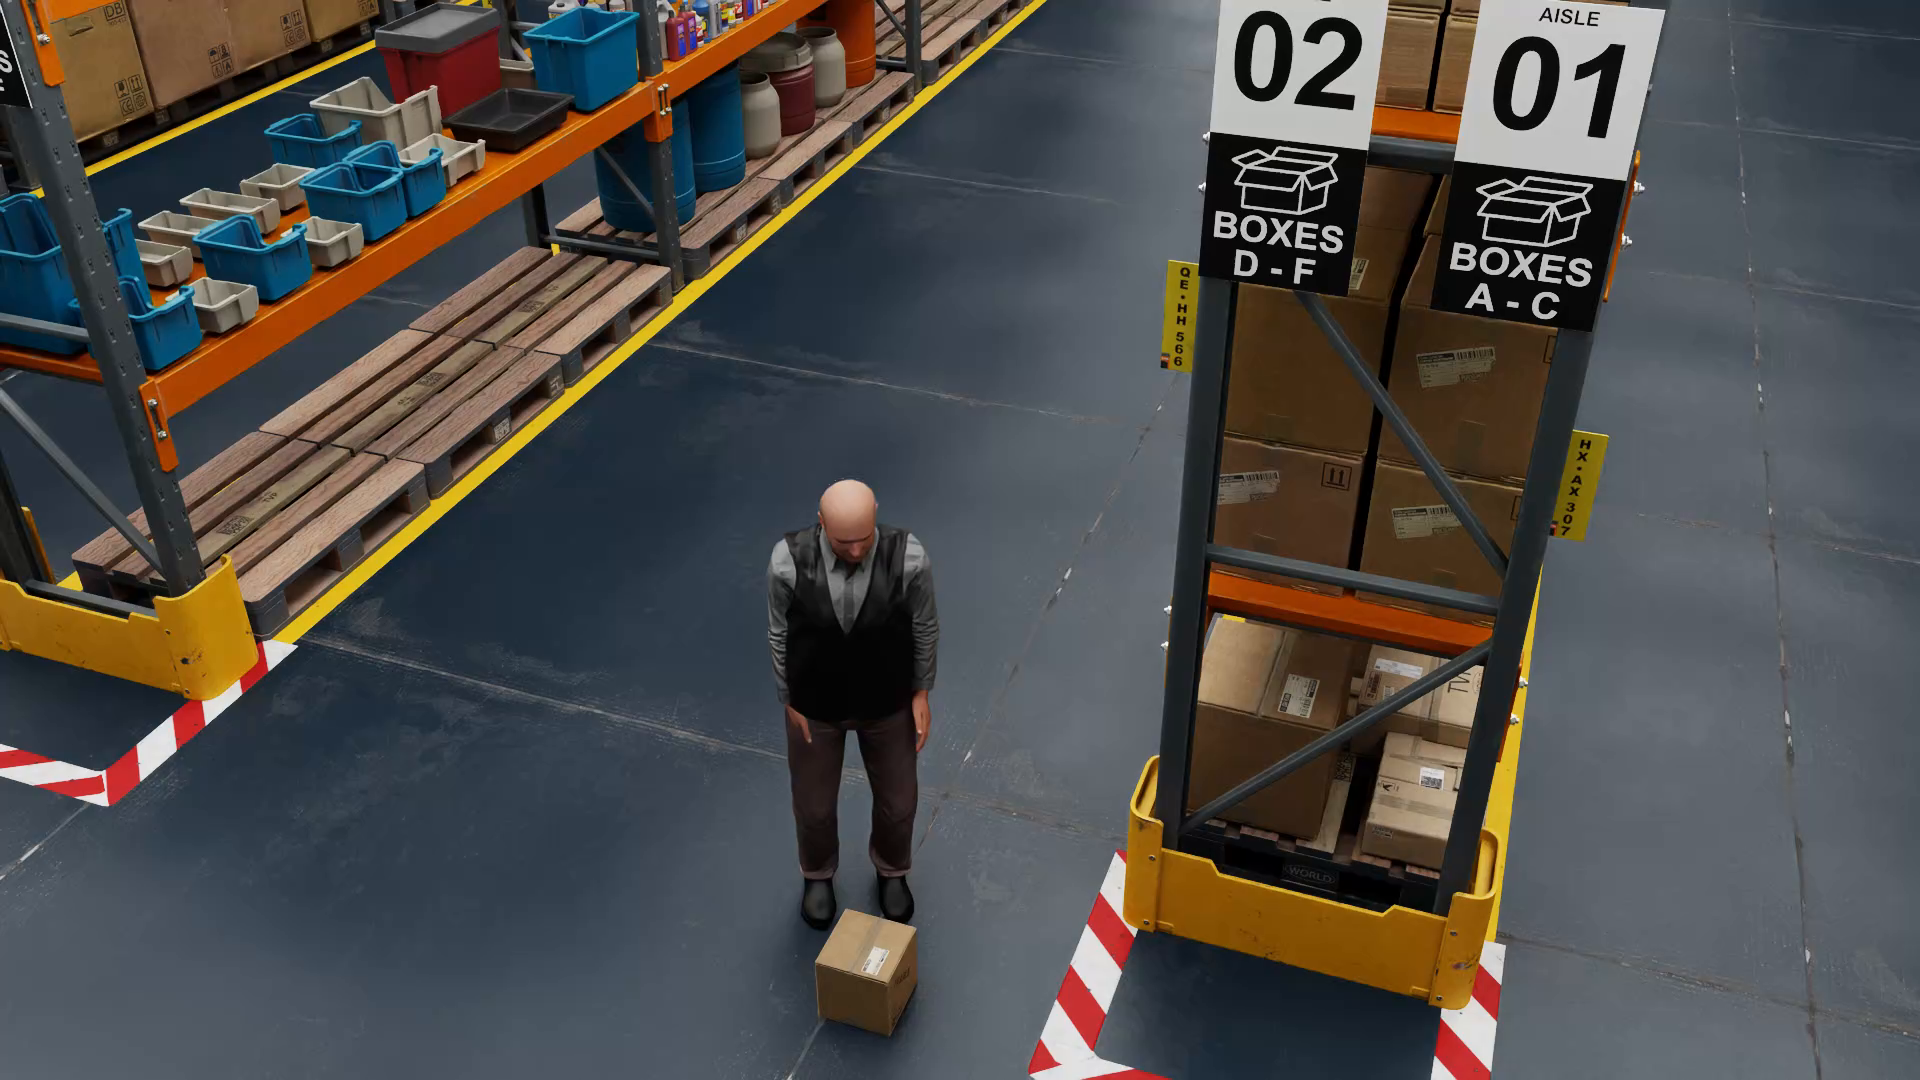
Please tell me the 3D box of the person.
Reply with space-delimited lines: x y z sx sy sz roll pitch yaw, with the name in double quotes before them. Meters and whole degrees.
"person" -0.334 0.523 5.387 0.543 1.705 0.372 -3 33 -5
